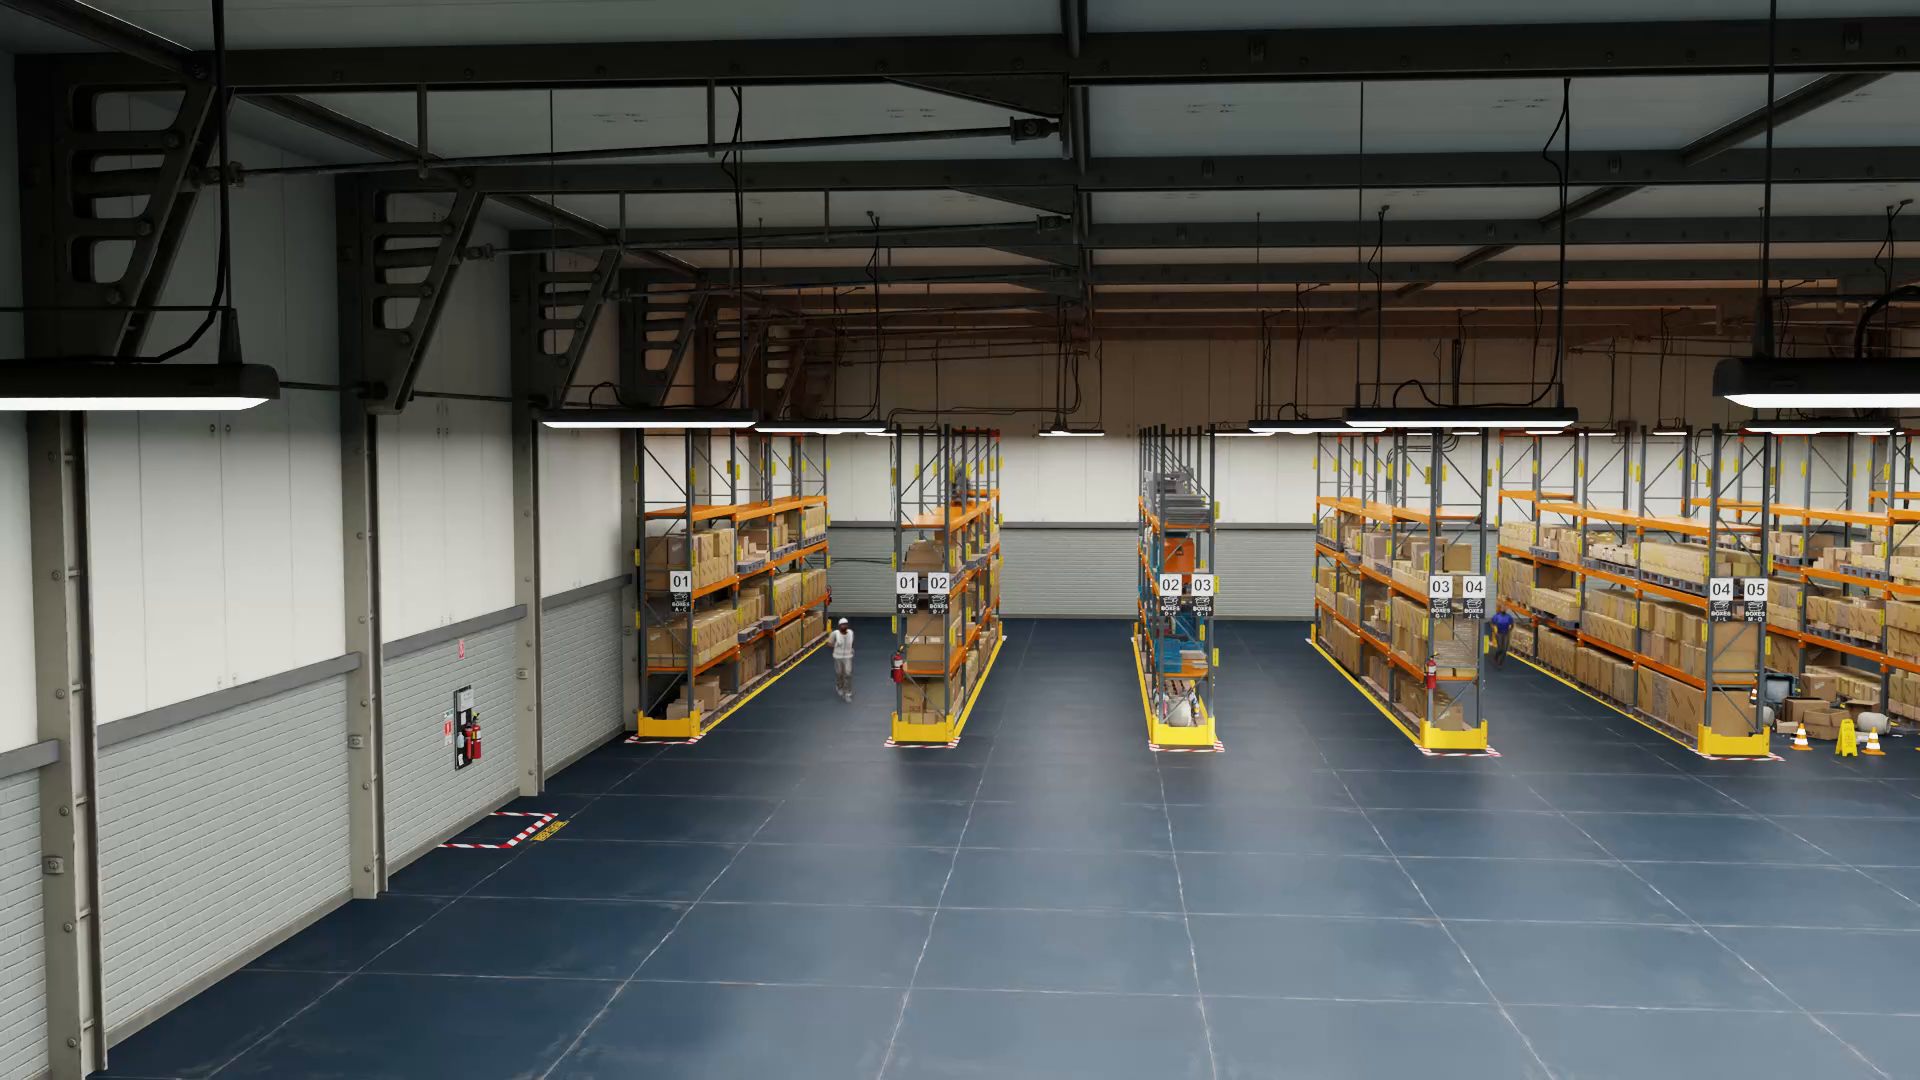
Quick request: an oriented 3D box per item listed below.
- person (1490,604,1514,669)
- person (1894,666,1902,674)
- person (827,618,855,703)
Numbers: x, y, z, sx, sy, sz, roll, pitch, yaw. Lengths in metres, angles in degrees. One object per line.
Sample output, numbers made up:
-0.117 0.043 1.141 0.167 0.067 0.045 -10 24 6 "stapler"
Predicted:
13.485 2.400 41.262 0.560 1.621 0.567 0 3 4 "person"
21.119 2.605 37.101 0.700 1.752 1.098 0 3 6 "person"
-2.593 2.624 36.408 0.646 1.847 0.796 -1 4 -13 "person"
